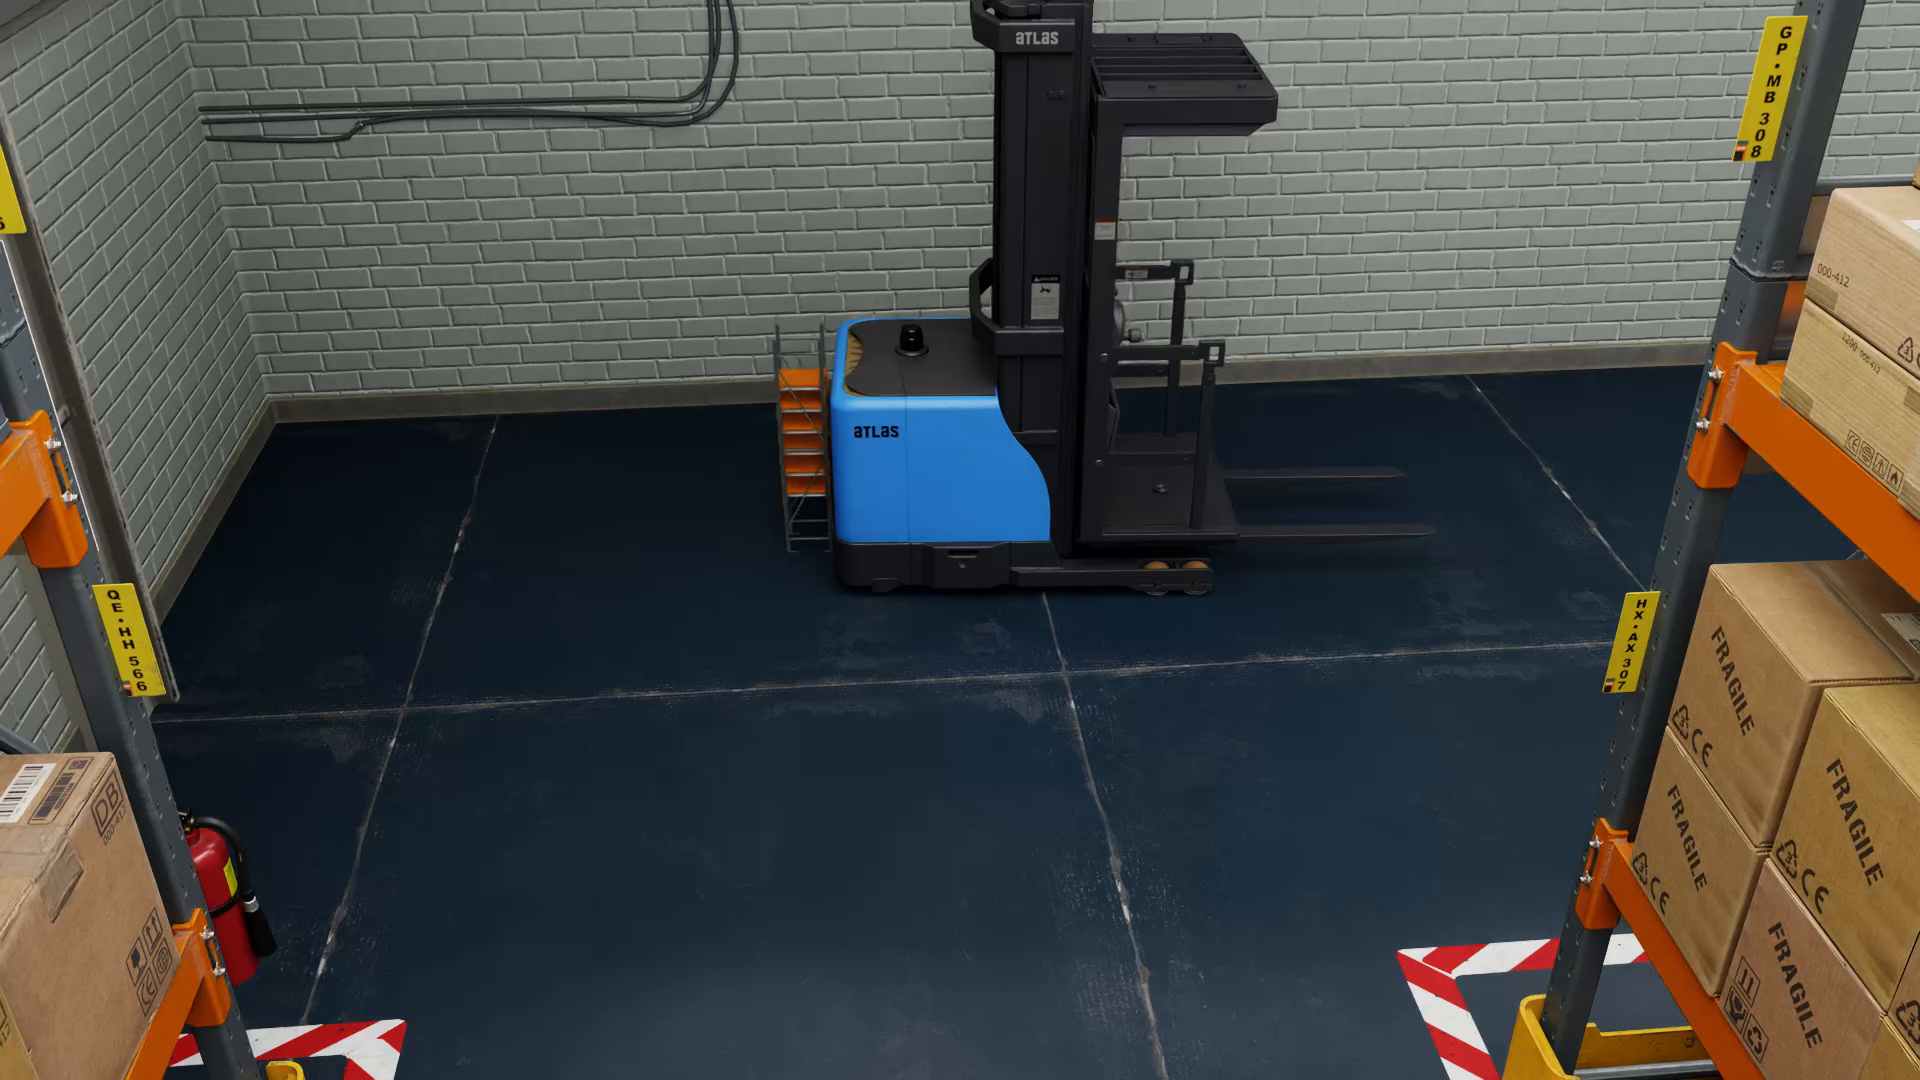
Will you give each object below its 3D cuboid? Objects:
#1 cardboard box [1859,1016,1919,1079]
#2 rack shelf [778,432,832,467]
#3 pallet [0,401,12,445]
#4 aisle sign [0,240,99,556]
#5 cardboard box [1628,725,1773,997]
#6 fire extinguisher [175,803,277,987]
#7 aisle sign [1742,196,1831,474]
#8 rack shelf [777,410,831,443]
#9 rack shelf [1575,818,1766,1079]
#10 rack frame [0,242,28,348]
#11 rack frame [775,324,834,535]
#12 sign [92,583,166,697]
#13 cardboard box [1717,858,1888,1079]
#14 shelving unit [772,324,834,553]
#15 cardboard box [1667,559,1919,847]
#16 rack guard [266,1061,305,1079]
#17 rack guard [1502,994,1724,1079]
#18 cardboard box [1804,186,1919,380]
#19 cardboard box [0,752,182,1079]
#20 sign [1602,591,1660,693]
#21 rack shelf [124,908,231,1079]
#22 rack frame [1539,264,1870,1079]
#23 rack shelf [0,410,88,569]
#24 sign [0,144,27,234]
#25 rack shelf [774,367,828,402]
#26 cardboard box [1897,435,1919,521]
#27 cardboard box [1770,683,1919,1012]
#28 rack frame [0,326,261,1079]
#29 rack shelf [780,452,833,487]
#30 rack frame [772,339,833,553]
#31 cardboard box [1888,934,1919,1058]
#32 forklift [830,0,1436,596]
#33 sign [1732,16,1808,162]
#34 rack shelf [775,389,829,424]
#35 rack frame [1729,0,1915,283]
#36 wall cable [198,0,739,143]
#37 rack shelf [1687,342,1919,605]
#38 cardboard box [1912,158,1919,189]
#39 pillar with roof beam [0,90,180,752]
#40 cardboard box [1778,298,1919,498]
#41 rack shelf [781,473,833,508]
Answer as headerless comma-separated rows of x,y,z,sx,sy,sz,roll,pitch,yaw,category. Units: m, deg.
2.240,1.341,3.482,0.500,0.500,0.500,-3,31,-5,cardboard box
-0.785,-0.461,8.437,0.258,0.103,0.180,-1,31,-1,rack shelf
-2.488,-0.007,2.998,1.003,0.211,1.213,-3,31,-5,pallet
-2.276,-0.303,3.797,0.394,0.787,0.004,-3,31,-5,aisle sign
2.143,0.821,4.352,0.500,0.500,0.500,-2,31,-4,cardboard box
-2.122,0.959,4.659,0.296,0.674,0.183,-3,31,-5,fire extinguisher
2.065,-0.512,4.146,0.394,0.787,0.004,-3,31,-5,aisle sign
-0.785,-0.564,8.375,0.258,0.103,0.180,-1,31,-1,rack shelf
2.551,1.955,3.253,1.077,0.370,4.000,-3,31,-5,rack shelf
-2.568,-1.711,2.839,1.000,3.000,0.127,-3,31,-5,rack frame
-0.787,-0.546,8.492,0.240,1.200,0.006,-1,31,-1,rack frame
-2.026,0.247,4.052,0.100,0.325,0.005,-3,31,-5,sign
2.196,1.085,3.911,0.500,0.500,0.500,-3,31,-5,cardboard box
-0.785,-0.499,8.414,0.258,1.200,0.189,-1,31,-1,shelving unit
2.143,0.392,4.096,0.500,0.500,0.500,-2,31,-3,cardboard box
-2.570,1.925,5.039,1.175,0.500,0.348,-3,31,-5,rack guard
2.371,1.737,5.354,1.175,0.500,0.348,-3,31,-5,rack guard
2.153,-0.538,3.459,0.500,0.250,0.500,-3,31,-5,cardboard box
-2.510,0.996,3.866,0.980,0.700,0.700,-1,31,-2,cardboard box
1.824,0.280,4.512,0.100,0.325,0.005,-3,31,-5,sign
-2.381,2.194,2.853,1.077,0.370,4.000,-3,31,-5,rack shelf
2.364,0.625,4.778,1.000,3.000,0.127,-3,31,-5,rack frame
-2.381,0.907,2.083,1.077,0.370,4.000,-3,31,-5,rack shelf
-2.026,-0.788,3.433,0.100,0.325,0.005,-3,31,-5,sign
-0.787,-0.770,8.252,0.258,0.103,0.180,-1,31,-1,rack shelf
2.193,-0.068,3.159,0.500,0.250,0.500,-3,31,-5,cardboard box
2.199,0.659,3.649,0.500,0.500,0.500,-2,31,-4,cardboard box
-2.568,0.864,4.378,1.000,3.000,0.127,-3,31,-5,rack frame
-0.784,-0.358,8.498,0.258,0.103,0.180,-1,31,-1,rack shelf
-0.783,-0.452,8.335,0.240,1.200,0.006,-1,31,-1,rack frame
2.241,0.914,3.221,0.500,0.500,0.500,-2,31,-4,cardboard box
0.880,-1.255,7.993,3.031,2.935,1.130,-1,31,-1,forklift
1.824,-1.012,3.741,0.100,0.325,0.005,-3,31,-5,sign
-0.786,-0.667,8.314,0.258,0.103,0.180,-1,31,-1,rack shelf
2.364,-1.950,3.240,1.000,3.000,0.127,-3,31,-5,rack frame
-2.740,-3.283,8.499,3.097,2.526,0.112,-3,31,-5,wall cable
2.551,0.667,2.484,1.077,0.370,4.000,-3,31,-5,rack shelf
2.428,-0.873,3.289,0.700,0.500,0.500,-3,31,-5,cardboard box
0.605,-3.254,5.423,9.100,9.000,0.400,-3,31,-5,pillar with roof beam
2.159,-0.324,3.588,0.500,0.250,0.500,-3,31,-5,cardboard box
-0.783,-0.255,8.560,0.258,0.103,0.180,-1,31,-1,rack shelf
